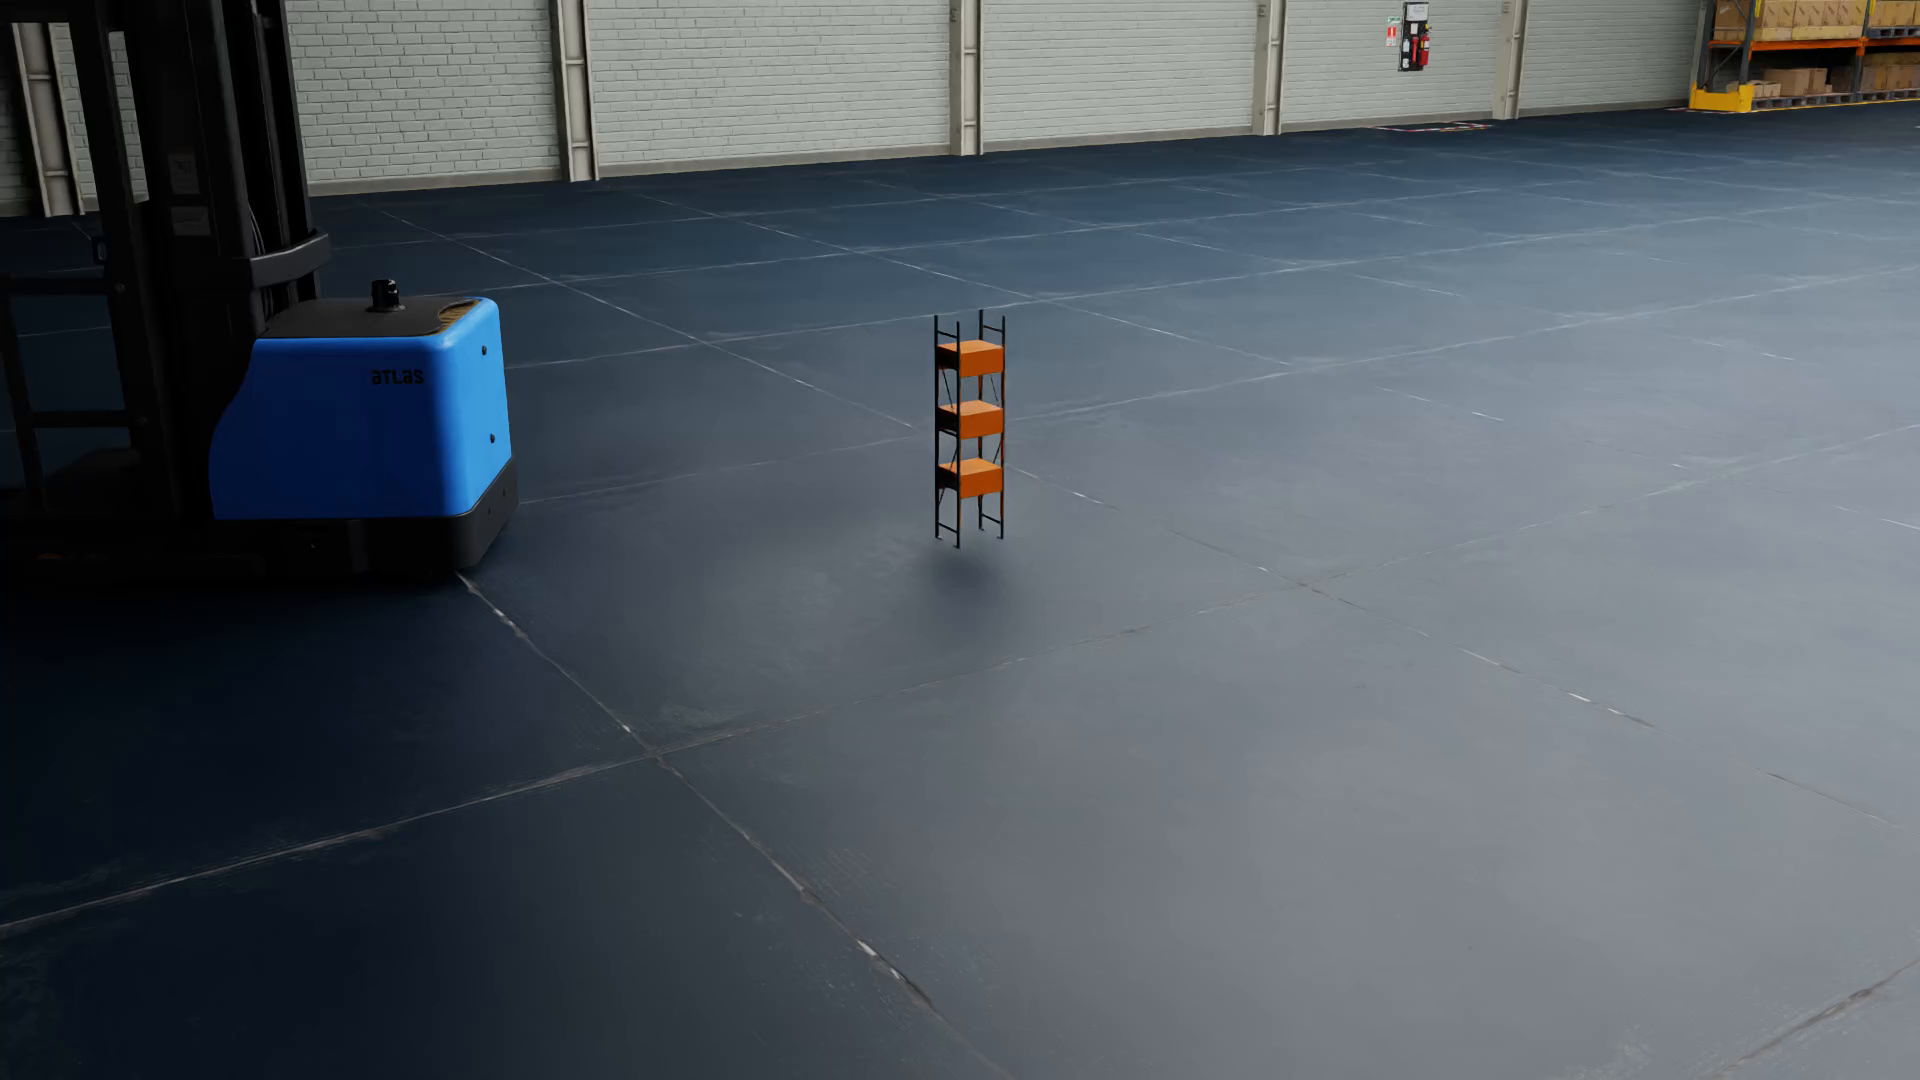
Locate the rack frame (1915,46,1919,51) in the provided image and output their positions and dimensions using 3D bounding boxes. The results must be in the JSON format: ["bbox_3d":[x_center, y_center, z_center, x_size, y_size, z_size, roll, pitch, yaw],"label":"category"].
[{"bbox_3d":[21.703,-11.365,36.677,0.127,3.000,1.000,-12,22,-31],"label":"rack frame"}]

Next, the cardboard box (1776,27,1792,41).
[{"bbox_3d":[16.029,-9.990,32.815,0.500,0.250,0.500,-13,22,-33],"label":"cardboard box"}]

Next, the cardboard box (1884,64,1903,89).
[{"bbox_3d":[19.820,-10.002,35.863,0.500,0.500,0.700,-12,22,-31],"label":"cardboard box"}]

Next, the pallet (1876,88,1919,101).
[{"bbox_3d":[20.032,-9.693,36.086,1.213,0.211,1.003,-12,22,-31],"label":"pallet"}]

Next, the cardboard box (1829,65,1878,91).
[{"bbox_3d":[18.968,-9.819,35.320,0.500,0.500,0.700,-11,22,-30],"label":"cardboard box"}]

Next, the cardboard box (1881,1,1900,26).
[{"bbox_3d":[19.277,-11.093,35.030,0.500,0.500,0.700,-9,21,-26],"label":"cardboard box"}]

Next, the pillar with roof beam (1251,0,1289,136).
[{"bbox_3d":[7.476,-9.887,22.939,0.400,9.000,9.100,-12,22,-31],"label":"pillar with roof beam"}]

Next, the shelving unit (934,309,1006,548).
[{"bbox_3d":[0.045,-0.507,7.605,0.252,1.050,0.215,-12,22,-31],"label":"shelving unit"}]

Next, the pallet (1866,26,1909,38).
[{"bbox_3d":[19.080,-10.665,34.907,1.213,0.211,1.003,-12,22,-31],"label":"pallet"}]

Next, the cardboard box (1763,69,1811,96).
[{"bbox_3d":[16.765,-9.294,33.768,0.500,0.500,0.700,-14,23,-35],"label":"cardboard box"}]

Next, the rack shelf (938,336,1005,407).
[{"bbox_3d":[0.045,-0.766,7.517,0.240,0.259,0.215,-12,22,-31],"label":"rack shelf"}]

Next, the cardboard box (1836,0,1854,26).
[{"bbox_3d":[17.724,-10.698,33.738,0.500,0.500,0.500,-12,22,-32],"label":"cardboard box"}]

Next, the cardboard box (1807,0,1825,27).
[{"bbox_3d":[16.863,-10.521,33.213,0.500,0.500,0.500,-11,22,-30],"label":"cardboard box"}]

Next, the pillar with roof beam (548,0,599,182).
[{"bbox_3d":[-2.546,-7.773,16.687,0.400,9.000,9.100,-12,22,-31],"label":"pillar with roof beam"}]

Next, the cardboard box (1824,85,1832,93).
[{"bbox_3d":[17.932,-9.424,34.674,0.250,0.166,0.380,-16,24,-38],"label":"cardboard box"}]

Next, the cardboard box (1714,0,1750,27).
[{"bbox_3d":[15.298,-10.389,32.824,0.500,0.500,0.500,-12,22,-32],"label":"cardboard box"}]

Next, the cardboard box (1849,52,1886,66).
[{"bbox_3d":[19.334,-10.252,35.432,0.500,0.250,0.500,-12,22,-33],"label":"cardboard box"}]

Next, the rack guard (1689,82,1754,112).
[{"bbox_3d":[15.085,-8.785,32.949,0.348,0.500,1.175,-12,22,-31],"label":"rack guard"}]

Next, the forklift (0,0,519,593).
[{"bbox_3d":[-3.627,-1.336,7.121,3.031,2.935,1.130,-1,19,-2],"label":"forklift"}]

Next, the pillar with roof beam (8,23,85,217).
[{"bbox_3d":[-7.557,-6.717,13.561,0.400,9.000,9.100,-12,22,-31],"label":"pillar with roof beam"}]

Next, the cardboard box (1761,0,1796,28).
[{"bbox_3d":[16.004,-10.337,32.671,0.500,0.500,0.500,-12,22,-31],"label":"cardboard box"}]

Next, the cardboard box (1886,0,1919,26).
[{"bbox_3d":[20.288,-11.310,35.671,0.500,0.500,0.700,-12,22,-31],"label":"cardboard box"}]

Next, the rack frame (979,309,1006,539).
[{"bbox_3d":[0.147,-0.528,7.668,0.008,1.050,0.200,-12,22,-31],"label":"rack frame"}]

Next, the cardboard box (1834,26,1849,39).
[{"bbox_3d":[17.713,-10.349,33.874,0.500,0.250,0.500,-12,22,-31],"label":"cardboard box"}]

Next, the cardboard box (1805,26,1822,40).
[{"bbox_3d":[16.882,-10.167,33.337,0.500,0.250,0.500,-12,22,-31],"label":"cardboard box"}]

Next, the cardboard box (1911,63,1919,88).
[{"bbox_3d":[20.636,-10.189,36.414,0.500,0.500,0.700,-12,22,-31],"label":"cardboard box"}]

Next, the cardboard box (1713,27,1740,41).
[{"bbox_3d":[15.305,-10.028,32.927,0.500,0.250,0.500,-12,22,-31],"label":"cardboard box"}]

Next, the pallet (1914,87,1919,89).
[{"bbox_3d":[21.049,-9.906,36.718,1.213,0.211,1.003,-12,22,-31],"label":"pallet"}]

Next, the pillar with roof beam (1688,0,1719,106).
[{"bbox_3d":[17.498,-12.001,29.191,0.400,9.000,9.100,-12,22,-31],"label":"pillar with roof beam"}]

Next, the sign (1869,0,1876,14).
[{"bbox_3d":[18.667,-10.926,34.029,0.005,0.325,0.100,-12,22,-31],"label":"sign"}]

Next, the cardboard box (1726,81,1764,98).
[{"bbox_3d":[15.649,-8.988,33.159,0.500,0.311,0.500,-15,24,-37],"label":"cardboard box"}]

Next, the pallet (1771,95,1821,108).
[{"bbox_3d":[16.801,-8.995,34.022,1.213,0.211,1.003,-12,22,-31],"label":"pallet"}]

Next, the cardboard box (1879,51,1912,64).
[{"bbox_3d":[20.193,-10.428,35.951,0.500,0.250,0.500,-12,22,-32],"label":"cardboard box"}]

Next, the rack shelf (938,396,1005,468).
[{"bbox_3d":[0.045,-0.497,7.608,0.240,0.259,0.215,-12,22,-31],"label":"rack shelf"}]

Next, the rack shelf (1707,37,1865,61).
[{"bbox_3d":[16.692,-9.967,33.666,4.000,0.370,1.077,-12,22,-31],"label":"rack shelf"}]

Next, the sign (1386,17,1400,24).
[{"bbox_3d":[7.525,-9.025,28.873,0.331,0.109,0.001,-12,22,-31],"label":"sign"}]
